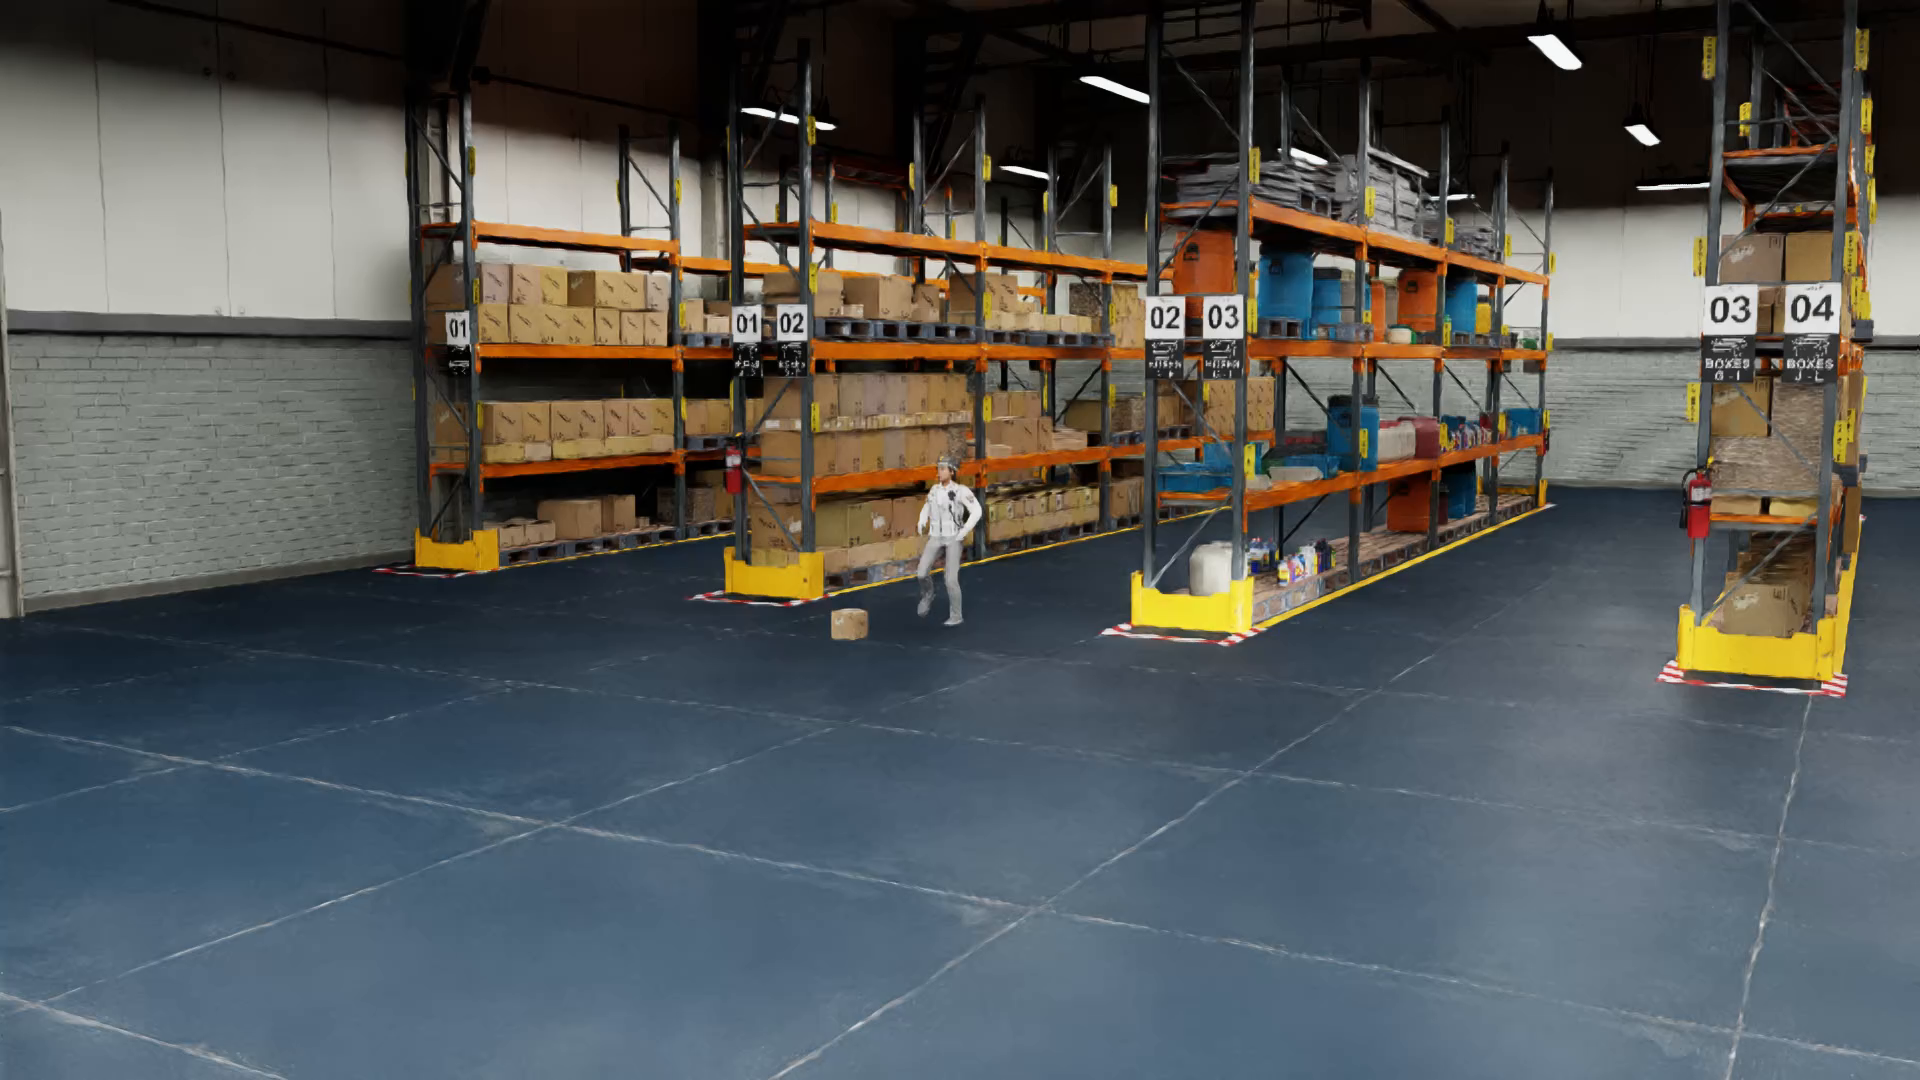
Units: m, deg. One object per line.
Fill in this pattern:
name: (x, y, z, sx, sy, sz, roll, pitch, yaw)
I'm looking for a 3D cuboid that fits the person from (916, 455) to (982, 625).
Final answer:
person: (-0.142, -0.006, 16.443, 0.727, 1.670, 0.461, 3, 7, 26)
